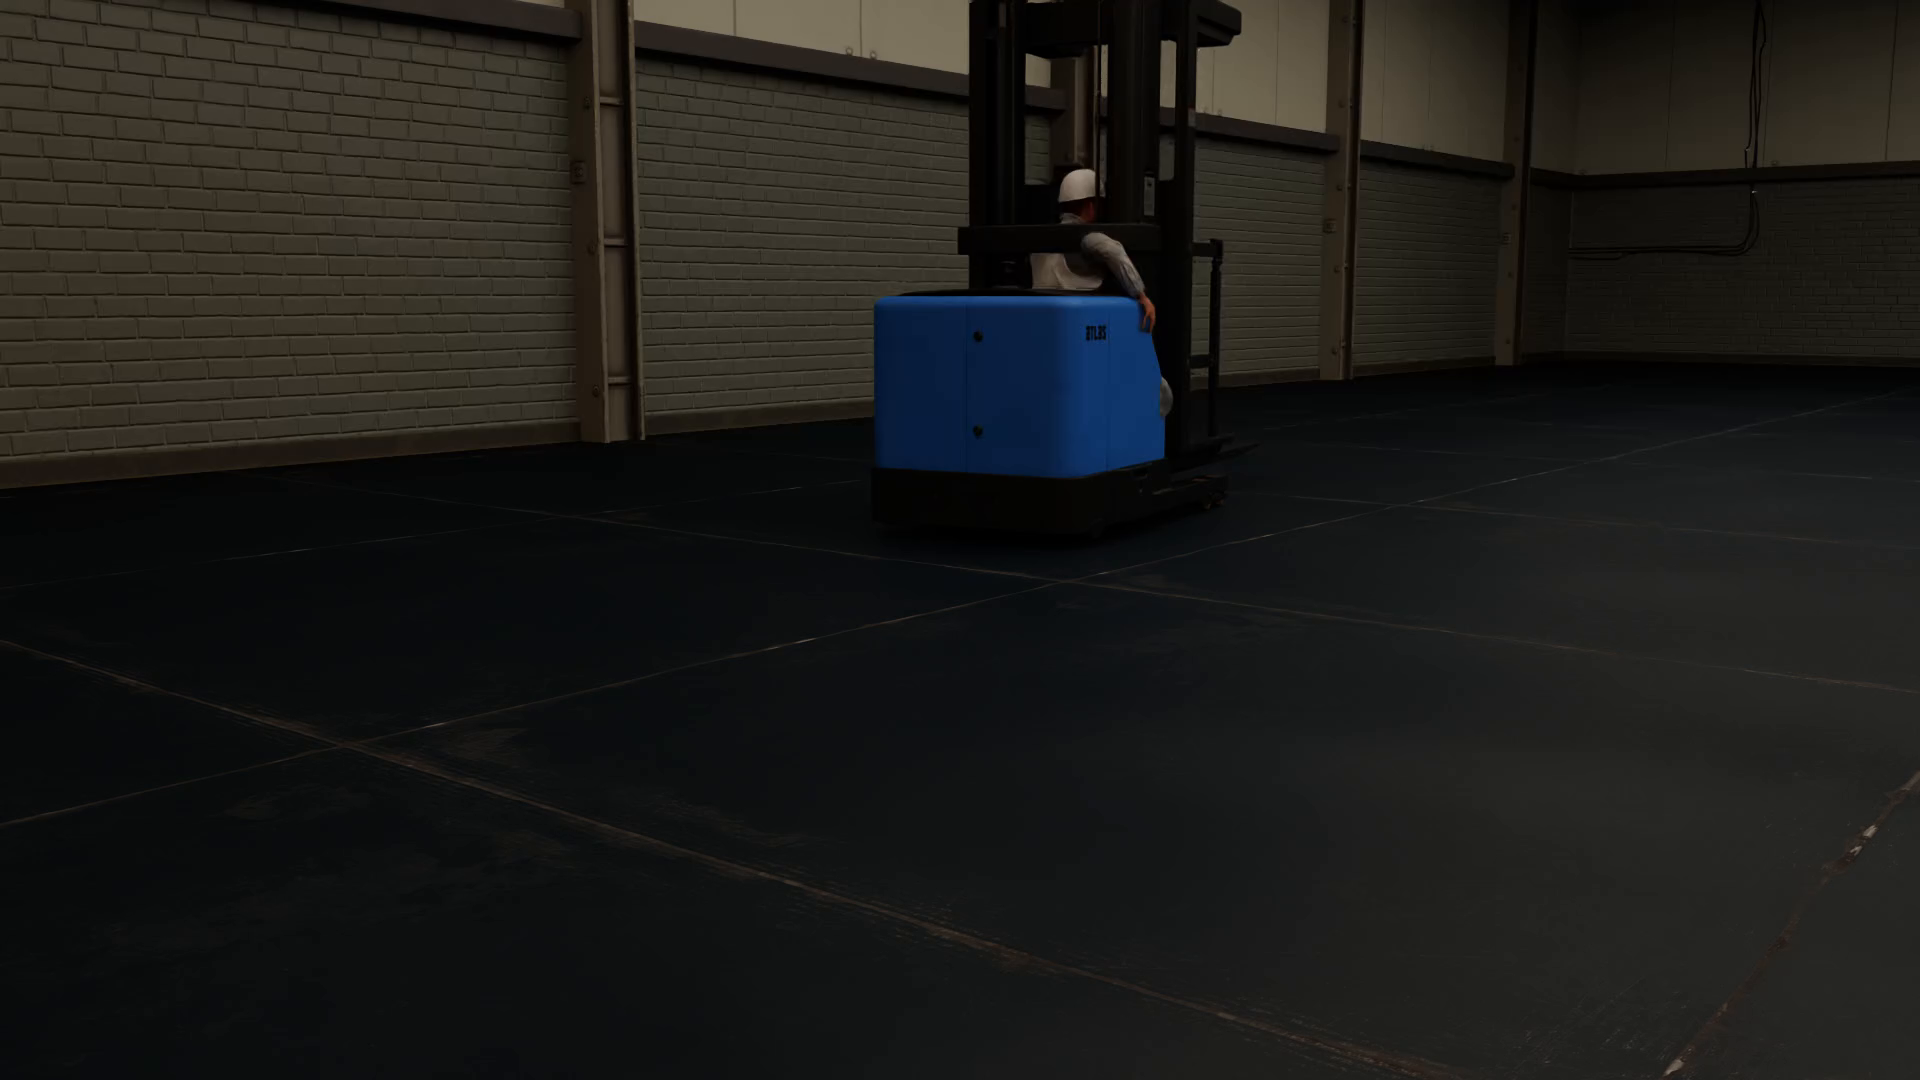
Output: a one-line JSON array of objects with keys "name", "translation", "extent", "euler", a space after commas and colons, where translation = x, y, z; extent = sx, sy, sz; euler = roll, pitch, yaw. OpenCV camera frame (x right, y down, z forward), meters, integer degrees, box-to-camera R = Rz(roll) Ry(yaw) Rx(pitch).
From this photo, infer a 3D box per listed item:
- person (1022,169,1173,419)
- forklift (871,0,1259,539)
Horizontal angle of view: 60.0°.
[{"name": "person", "translation": [0.711, -0.974, 8.017], "extent": [0.815, 1.587, 1.019], "euler": [-3, 9, -18]}, {"name": "forklift", "translation": [0.739, -1.626, 8.396], "extent": [1.130, 2.935, 3.031], "euler": [4, 9, 28]}]
